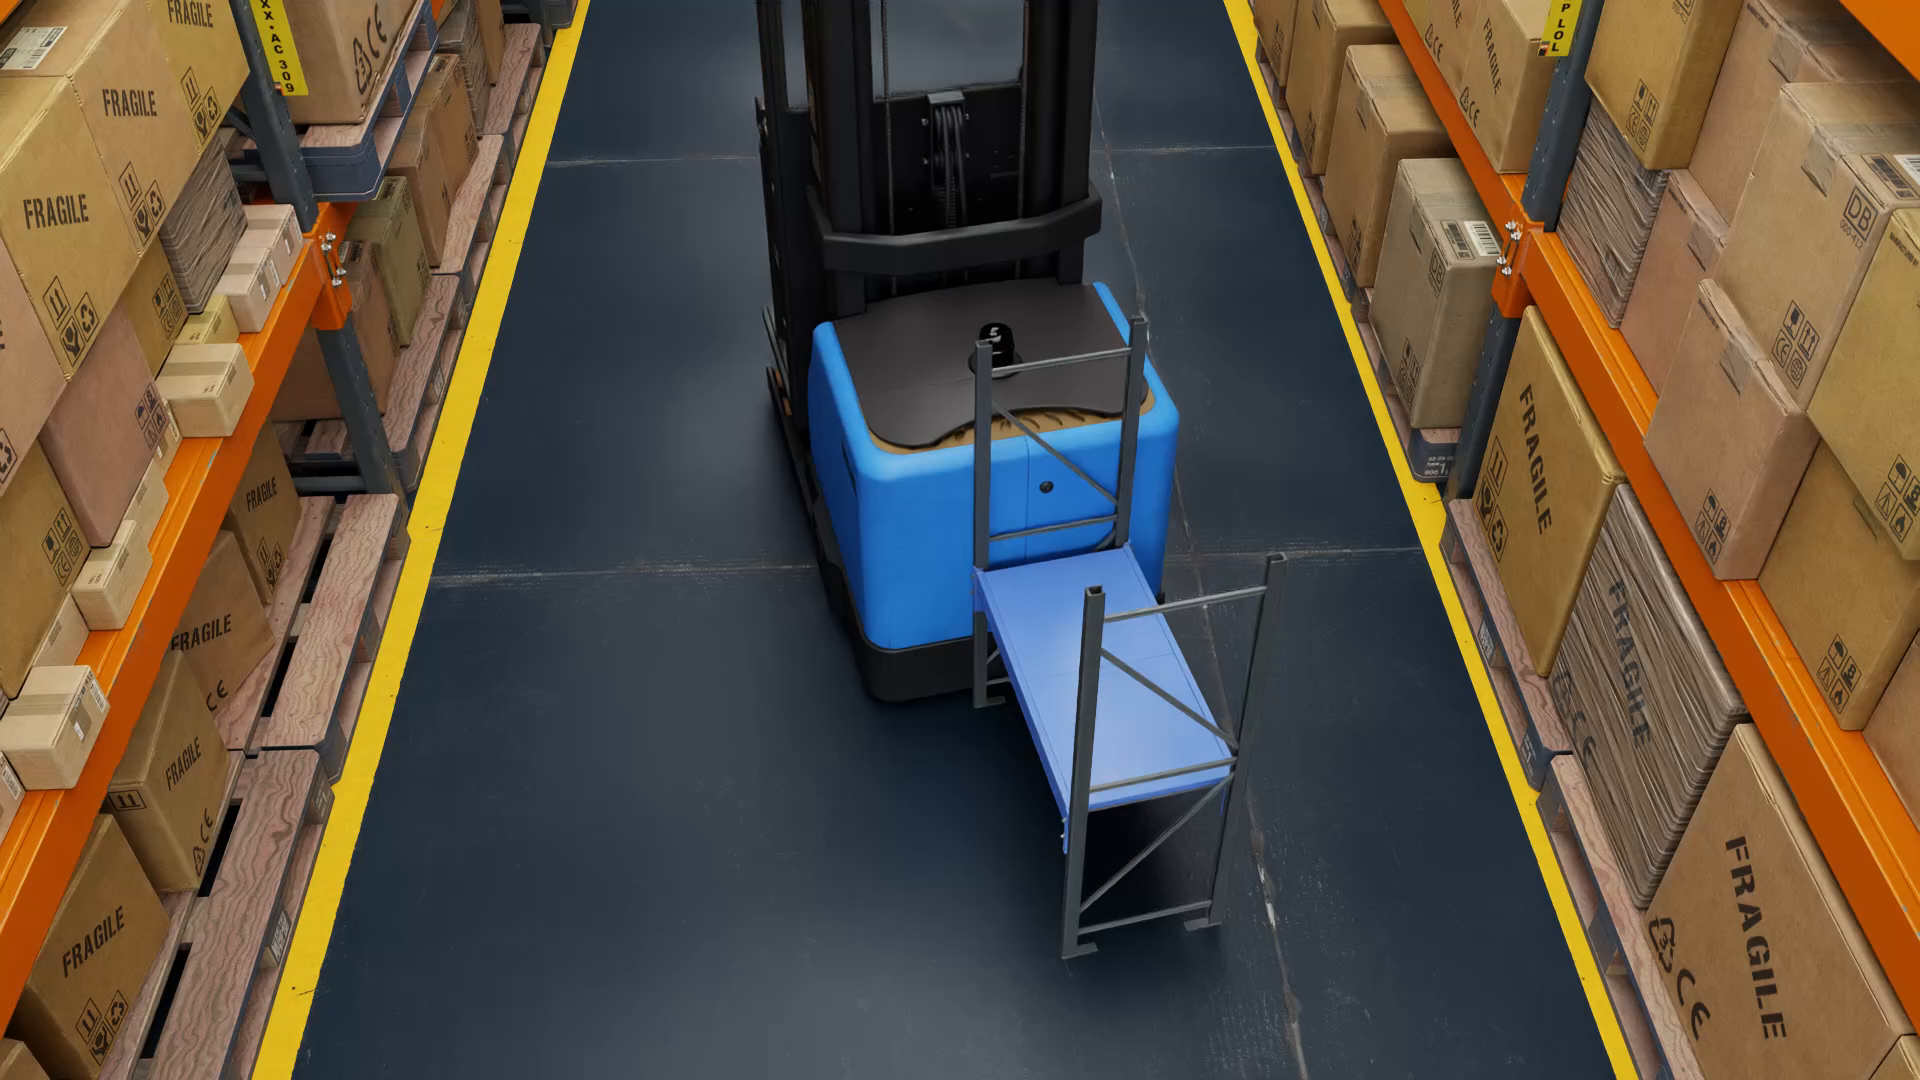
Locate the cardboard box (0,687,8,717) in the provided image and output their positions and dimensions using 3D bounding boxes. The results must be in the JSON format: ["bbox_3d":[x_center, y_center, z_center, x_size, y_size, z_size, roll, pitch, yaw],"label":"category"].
[{"bbox_3d":[-2.546,0.356,3.347,0.875,0.500,0.500,-2,43,-2],"label":"cardboard box"}]

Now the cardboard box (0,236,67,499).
[{"bbox_3d":[-2.246,-0.359,3.388,0.500,0.500,0.500,-2,43,-2],"label":"cardboard box"}]

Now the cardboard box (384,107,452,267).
[{"bbox_3d":[-2.631,-1.509,7.200,0.700,0.500,0.500,-5,43,-5],"label":"cardboard box"}]

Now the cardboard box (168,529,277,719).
[{"bbox_3d":[-2.592,0.272,5.273,0.500,0.500,0.500,11,44,12],"label":"cardboard box"}]

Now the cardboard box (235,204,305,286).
[{"bbox_3d":[-2.298,-0.923,5.223,0.380,0.149,0.250,-2,43,-2],"label":"cardboard box"}]

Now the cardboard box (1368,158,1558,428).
[{"bbox_3d":[2.243,-0.969,6.441,1.050,0.750,0.750,-2,43,-2],"label":"cardboard box"}]

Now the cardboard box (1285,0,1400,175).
[{"bbox_3d":[2.166,-2.249,7.838,1.050,0.750,0.750,-1,43,-1],"label":"cardboard box"}]

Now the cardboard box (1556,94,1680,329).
[{"bbox_3d":[2.387,-1.033,5.046,0.875,0.550,0.550,-2,43,-2],"label":"cardboard box"}]

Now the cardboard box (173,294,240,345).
[{"bbox_3d":[-2.346,-0.584,4.853,0.380,0.149,0.250,-2,43,-2],"label":"cardboard box"}]

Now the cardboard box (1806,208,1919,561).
[{"bbox_3d":[2.396,-0.336,3.486,0.875,0.550,0.500,-2,43,-2],"label":"cardboard box"}]

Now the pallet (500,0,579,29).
[{"bbox_3d":[-2.729,-3.359,9.759,1.003,0.211,1.213,-2,43,-2],"label":"pallet"}]

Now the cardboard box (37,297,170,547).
[{"bbox_3d":[-2.535,-0.320,4.085,0.875,0.500,0.500,-2,43,-2],"label":"cardboard box"}]

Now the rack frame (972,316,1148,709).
[{"bbox_3d":[0.287,-0.033,5.176,0.500,1.500,0.032,-10,43,-11],"label":"rack frame"}]

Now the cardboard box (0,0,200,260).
[{"bbox_3d":[-2.284,-1.034,4.124,0.500,0.500,0.500,-2,43,-2],"label":"cardboard box"}]

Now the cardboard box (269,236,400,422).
[{"bbox_3d":[-2.605,-0.808,6.436,0.700,0.500,0.500,-5,43,-5],"label":"cardboard box"}]

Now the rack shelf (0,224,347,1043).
[{"bbox_3d":[-2.516,0.463,4.058,1.077,0.370,4.000,-2,43,-2],"label":"rack shelf"}]

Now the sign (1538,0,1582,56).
[{"bbox_3d":[1.817,-1.602,4.980,0.100,0.325,0.005,-2,43,-2],"label":"sign"}]

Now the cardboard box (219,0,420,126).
[{"bbox_3d":[-2.495,-2.069,5.532,1.000,1.000,1.000,-1,43,-2],"label":"cardboard box"}]

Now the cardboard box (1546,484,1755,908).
[{"bbox_3d":[2.358,0.437,4.815,0.875,0.875,0.875,-1,43,-1],"label":"cardboard box"}]

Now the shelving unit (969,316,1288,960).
[{"bbox_3d":[0.413,0.300,4.813,0.538,1.500,1.048,-10,43,-11],"label":"shelving unit"}]

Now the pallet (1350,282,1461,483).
[{"bbox_3d":[2.251,-0.717,6.877,1.003,0.211,1.213,-2,43,-2],"label":"pallet"}]

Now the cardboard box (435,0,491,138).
[{"bbox_3d":[-2.686,-2.268,8.029,0.700,0.500,0.500,-5,43,-5],"label":"cardboard box"}]

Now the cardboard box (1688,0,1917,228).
[{"bbox_3d":[2.480,-1.062,4.279,0.875,0.550,0.550,-2,43,-2],"label":"cardboard box"}]

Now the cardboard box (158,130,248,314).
[{"bbox_3d":[-2.643,-0.994,4.820,0.875,0.500,0.500,-2,43,-2],"label":"cardboard box"}]

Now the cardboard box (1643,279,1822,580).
[{"bbox_3d":[2.338,-0.295,4.241,0.875,0.550,0.550,-2,43,-2],"label":"cardboard box"}]

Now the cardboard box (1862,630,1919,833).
[{"bbox_3d":[2.524,0.417,3.464,0.875,0.550,0.550,-2,43,-2],"label":"cardboard box"}]

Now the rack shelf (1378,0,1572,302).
[{"bbox_3d":[2.274,-2.312,7.084,1.077,0.370,4.000,-2,43,-2],"label":"rack shelf"}]

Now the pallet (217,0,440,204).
[{"bbox_3d":[-2.488,-1.602,5.920,1.003,0.211,1.213,-2,43,-2],"label":"pallet"}]

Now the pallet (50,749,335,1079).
[{"bbox_3d":[-2.482,1.153,4.835,1.003,0.211,1.213,-2,43,-2],"label":"pallet"}]

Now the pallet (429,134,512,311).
[{"bbox_3d":[-2.690,-1.476,7.704,1.003,0.211,1.213,-2,43,-2],"label":"pallet"}]

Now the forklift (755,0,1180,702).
[{"bbox_3d":[-0.165,-1.551,5.773,1.130,2.935,3.031,-10,43,-11],"label":"forklift"}]

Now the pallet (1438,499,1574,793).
[{"bbox_3d":[2.313,0.317,5.748,1.003,0.211,1.213,-2,43,-2],"label":"pallet"}]

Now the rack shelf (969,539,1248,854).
[{"bbox_3d":[0.413,0.432,4.935,0.538,0.185,1.000,-10,43,-11],"label":"rack shelf"}]

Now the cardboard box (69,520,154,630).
[{"bbox_3d":[-2.249,0.090,4.118,0.380,0.149,0.250,-2,43,-2],"label":"cardboard box"}]

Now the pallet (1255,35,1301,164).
[{"bbox_3d":[2.147,-2.365,8.674,1.003,0.211,1.213,-2,43,-2],"label":"pallet"}]

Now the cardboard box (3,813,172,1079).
[{"bbox_3d":[-2.508,1.067,4.406,0.500,0.500,0.500,2,43,2],"label":"cardboard box"}]

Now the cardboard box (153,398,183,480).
[{"bbox_3d":[-2.345,-0.246,4.484,0.380,0.149,0.250,-2,43,-2],"label":"cardboard box"}]

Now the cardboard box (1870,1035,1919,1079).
[{"bbox_3d":[2.434,1.646,3.496,0.875,0.875,0.875,-1,43,-2],"label":"cardboard box"}]

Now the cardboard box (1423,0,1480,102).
[{"bbox_3d":[2.048,-1.949,6.083,0.500,0.500,0.500,-2,43,-2],"label":"cardboard box"}]

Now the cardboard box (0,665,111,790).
[{"bbox_3d":[-2.172,0.426,3.752,0.380,0.149,0.250,-2,43,-2],"label":"cardboard box"}]

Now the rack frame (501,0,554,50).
[{"bbox_3d":[-2.771,-3.853,8.234,1.000,3.000,0.127,-2,43,-2],"label":"rack frame"}]
